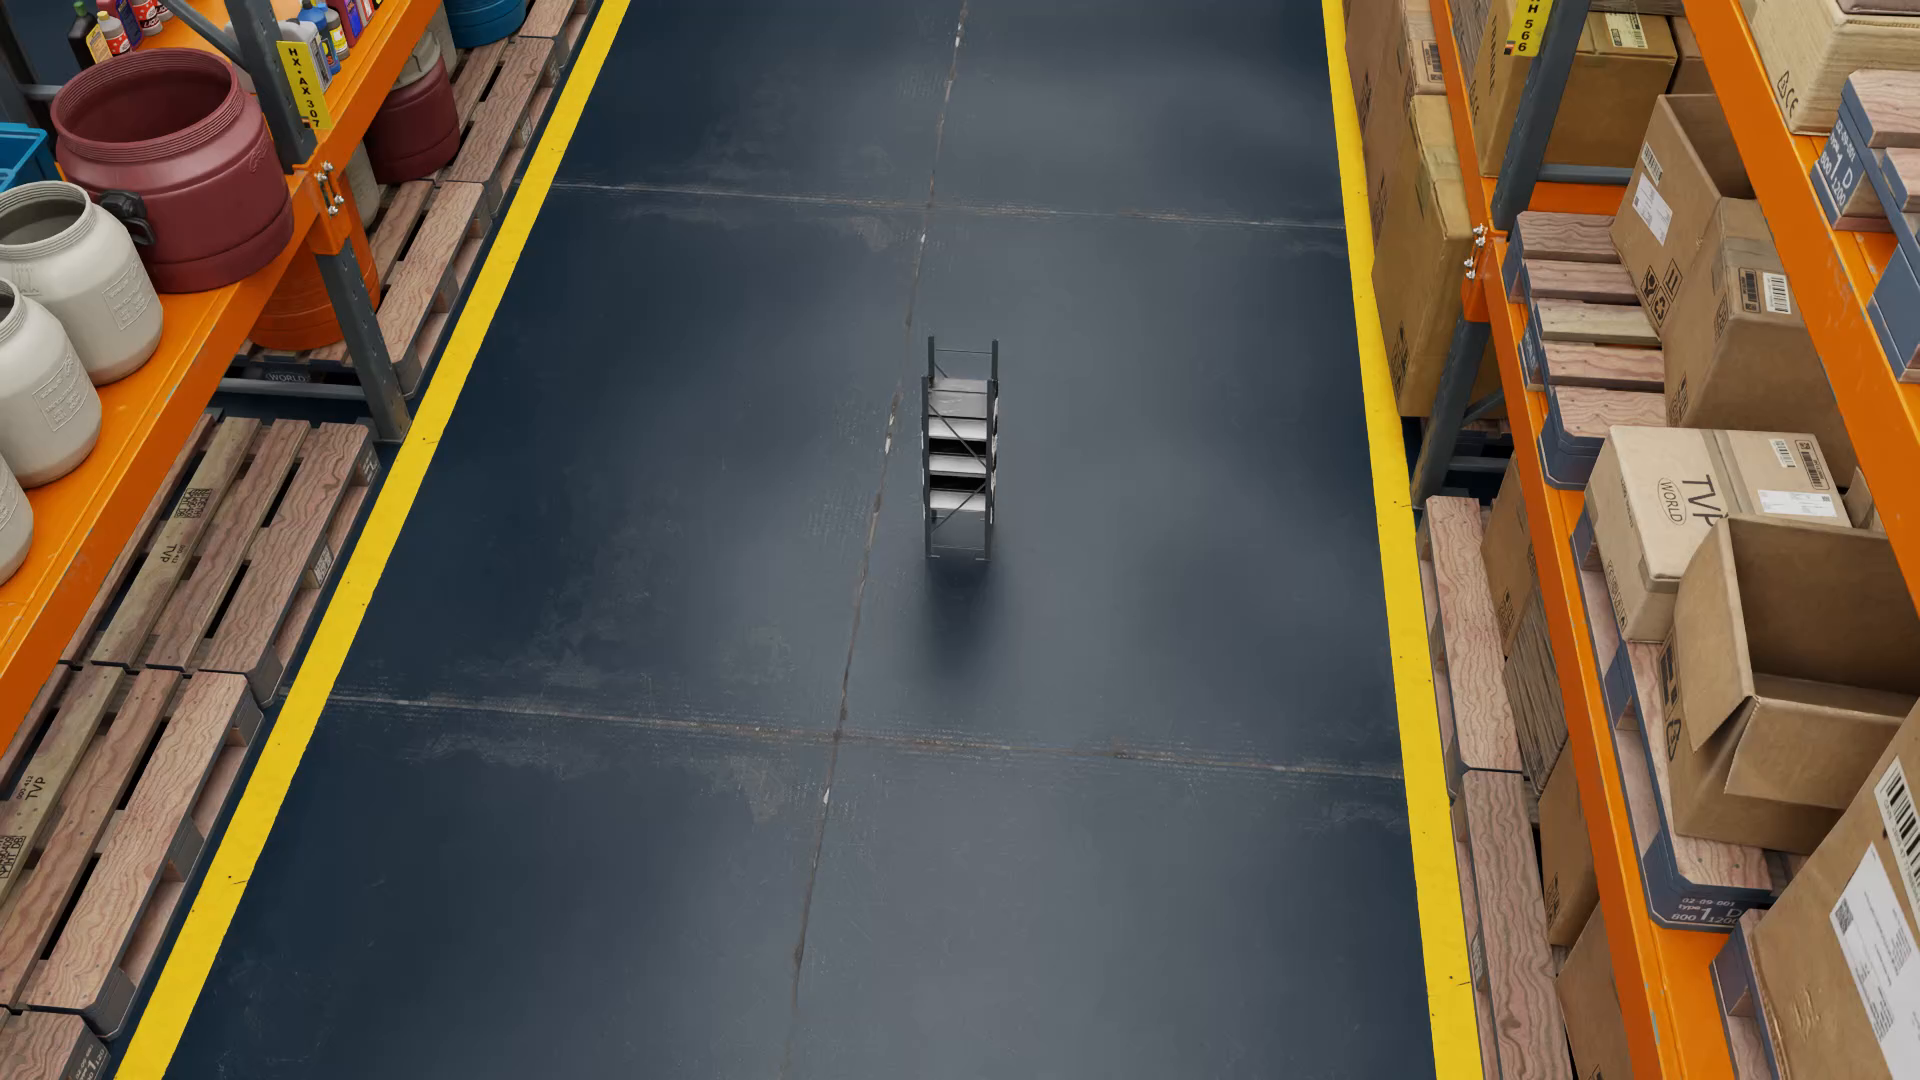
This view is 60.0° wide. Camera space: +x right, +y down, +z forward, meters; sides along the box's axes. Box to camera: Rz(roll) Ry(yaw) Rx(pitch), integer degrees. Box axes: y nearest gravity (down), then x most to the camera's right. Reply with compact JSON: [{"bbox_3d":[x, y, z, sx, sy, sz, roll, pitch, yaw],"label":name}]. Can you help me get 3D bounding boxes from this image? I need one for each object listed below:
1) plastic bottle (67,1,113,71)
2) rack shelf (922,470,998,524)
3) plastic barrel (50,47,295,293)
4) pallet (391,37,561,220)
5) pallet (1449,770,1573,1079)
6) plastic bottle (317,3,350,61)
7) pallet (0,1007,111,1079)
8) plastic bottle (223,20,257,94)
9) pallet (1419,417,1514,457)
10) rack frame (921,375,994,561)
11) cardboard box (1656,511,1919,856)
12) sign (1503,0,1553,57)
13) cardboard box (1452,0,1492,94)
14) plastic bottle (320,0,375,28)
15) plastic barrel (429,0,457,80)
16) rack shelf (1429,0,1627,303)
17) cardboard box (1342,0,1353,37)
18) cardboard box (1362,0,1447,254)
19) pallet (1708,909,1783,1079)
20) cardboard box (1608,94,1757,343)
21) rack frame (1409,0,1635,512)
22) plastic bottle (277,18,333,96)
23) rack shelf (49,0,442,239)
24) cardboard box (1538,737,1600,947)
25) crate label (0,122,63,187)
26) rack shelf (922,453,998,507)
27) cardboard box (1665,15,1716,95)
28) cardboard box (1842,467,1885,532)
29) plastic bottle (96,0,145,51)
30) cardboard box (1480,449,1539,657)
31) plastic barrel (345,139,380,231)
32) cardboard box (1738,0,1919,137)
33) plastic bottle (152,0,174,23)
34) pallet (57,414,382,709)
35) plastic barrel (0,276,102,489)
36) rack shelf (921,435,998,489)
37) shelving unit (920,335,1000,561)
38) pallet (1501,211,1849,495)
[{"bbox_3d":[-3.090,-1.755,5.902,0.061,0.283,0.133,4,48,4],"label":"plastic bottle"},{"bbox_3d":[0.001,-0.166,6.081,0.258,0.077,0.200,4,48,4],"label":"rack shelf"},{"bbox_3d":[-2.442,-1.153,5.180,0.600,0.536,0.708,4,48,4],"label":"plastic barrel"},{"bbox_3d":[-2.558,-2.004,7.940,1.003,0.211,1.213,4,48,4],"label":"pallet"},{"bbox_3d":[2.044,1.274,4.942,1.003,0.211,1.213,4,48,4],"label":"pallet"},{"bbox_3d":[-2.294,-1.853,6.046,0.097,0.201,0.097,0,48,0],"label":"plastic bottle"},{"bbox_3d":[-3.033,1.832,4.431,1.003,0.211,1.213,4,48,4],"label":"pallet"},{"bbox_3d":[-2.492,-1.733,5.887,0.152,0.276,0.135,4,48,4],"label":"plastic bottle"},{"bbox_3d":[2.377,-0.769,6.810,1.003,0.211,1.213,4,48,4],"label":"pallet"},{"bbox_3d":[-0.009,-0.235,5.855,0.240,0.900,0.006,4,48,4],"label":"rack frame"},{"bbox_3d":[1.932,0.347,3.545,0.797,0.503,0.637,8,48,8],"label":"cardboard box"},{"bbox_3d":[1.677,-1.561,4.860,0.100,0.325,0.005,4,48,4],"label":"sign"},{"bbox_3d":[2.080,-1.915,5.901,0.500,0.500,0.500,3,48,3],"label":"cardboard box"},{"bbox_3d":[-2.298,-2.063,6.188,0.152,0.276,0.135,4,48,4],"label":"plastic bottle"},{"bbox_3d":[-2.609,-2.382,7.797,0.421,0.512,0.421,0,48,0],"label":"plastic barrel"},{"bbox_3d":[2.413,-2.362,6.865,1.077,0.370,4.000,4,48,4],"label":"rack shelf"},{"bbox_3d":[2.557,-3.028,8.142,1.225,0.875,0.875,4,48,4],"label":"cardboard box"},{"bbox_3d":[2.403,-1.720,6.946,1.225,0.875,0.875,4,48,4],"label":"cardboard box"},{"bbox_3d":[2.080,1.317,3.143,1.003,0.211,1.213,4,48,4],"label":"pallet"},{"bbox_3d":[2.221,-0.912,4.699,0.500,0.500,0.500,-1,48,-1],"label":"cardboard box"},{"bbox_3d":[2.231,-1.136,5.256,1.000,3.000,0.127,4,48,4],"label":"rack frame"},{"bbox_3d":[-2.341,-1.723,5.877,0.152,0.276,0.135,4,48,4],"label":"plastic bottle"},{"bbox_3d":[-2.520,-2.695,7.170,1.077,0.370,4.000,4,48,4],"label":"rack shelf"},{"bbox_3d":[2.107,0.879,4.809,0.700,0.500,0.500,7,48,7],"label":"cardboard box"},{"bbox_3d":[-3.114,-1.128,5.362,0.303,0.233,0.416,4,48,4],"label":"crate label"},{"bbox_3d":[0.001,-0.226,6.014,0.258,0.077,0.200,4,48,4],"label":"rack shelf"},{"bbox_3d":[2.546,-1.508,5.529,0.500,0.500,0.500,5,48,5],"label":"cardboard box"},{"bbox_3d":[2.347,0.012,4.013,0.396,0.266,0.258,3,48,2],"label":"cardboard box"},{"bbox_3d":[-3.069,-1.925,6.057,0.061,0.283,0.133,4,48,4],"label":"plastic bottle"},{"bbox_3d":[2.189,0.053,5.564,0.700,0.500,0.500,2,48,1],"label":"cardboard box"},{"bbox_3d":[-2.712,-1.552,7.038,0.421,0.512,0.421,0,48,0],"label":"plastic barrel"},{"bbox_3d":[1.850,-1.013,3.213,0.500,0.250,0.500,5,48,4],"label":"cardboard box"},{"bbox_3d":[-3.031,-2.052,6.229,0.097,0.201,0.097,0,48,0],"label":"plastic bottle"},{"bbox_3d":[-2.811,0.039,6.071,1.003,0.211,1.213,4,48,4],"label":"pallet"},{"bbox_3d":[-2.621,-0.427,4.532,0.421,0.512,0.421,0,48,0],"label":"plastic barrel"},{"bbox_3d":[0.001,-0.287,5.948,0.258,0.077,0.200,4,48,4],"label":"rack shelf"},{"bbox_3d":[0.001,-0.310,5.923,0.258,0.900,0.210,4,48,4],"label":"shelving unit"},{"bbox_3d":[2.272,-0.540,4.841,1.213,0.211,1.003,4,48,4],"label":"pallet"}]
